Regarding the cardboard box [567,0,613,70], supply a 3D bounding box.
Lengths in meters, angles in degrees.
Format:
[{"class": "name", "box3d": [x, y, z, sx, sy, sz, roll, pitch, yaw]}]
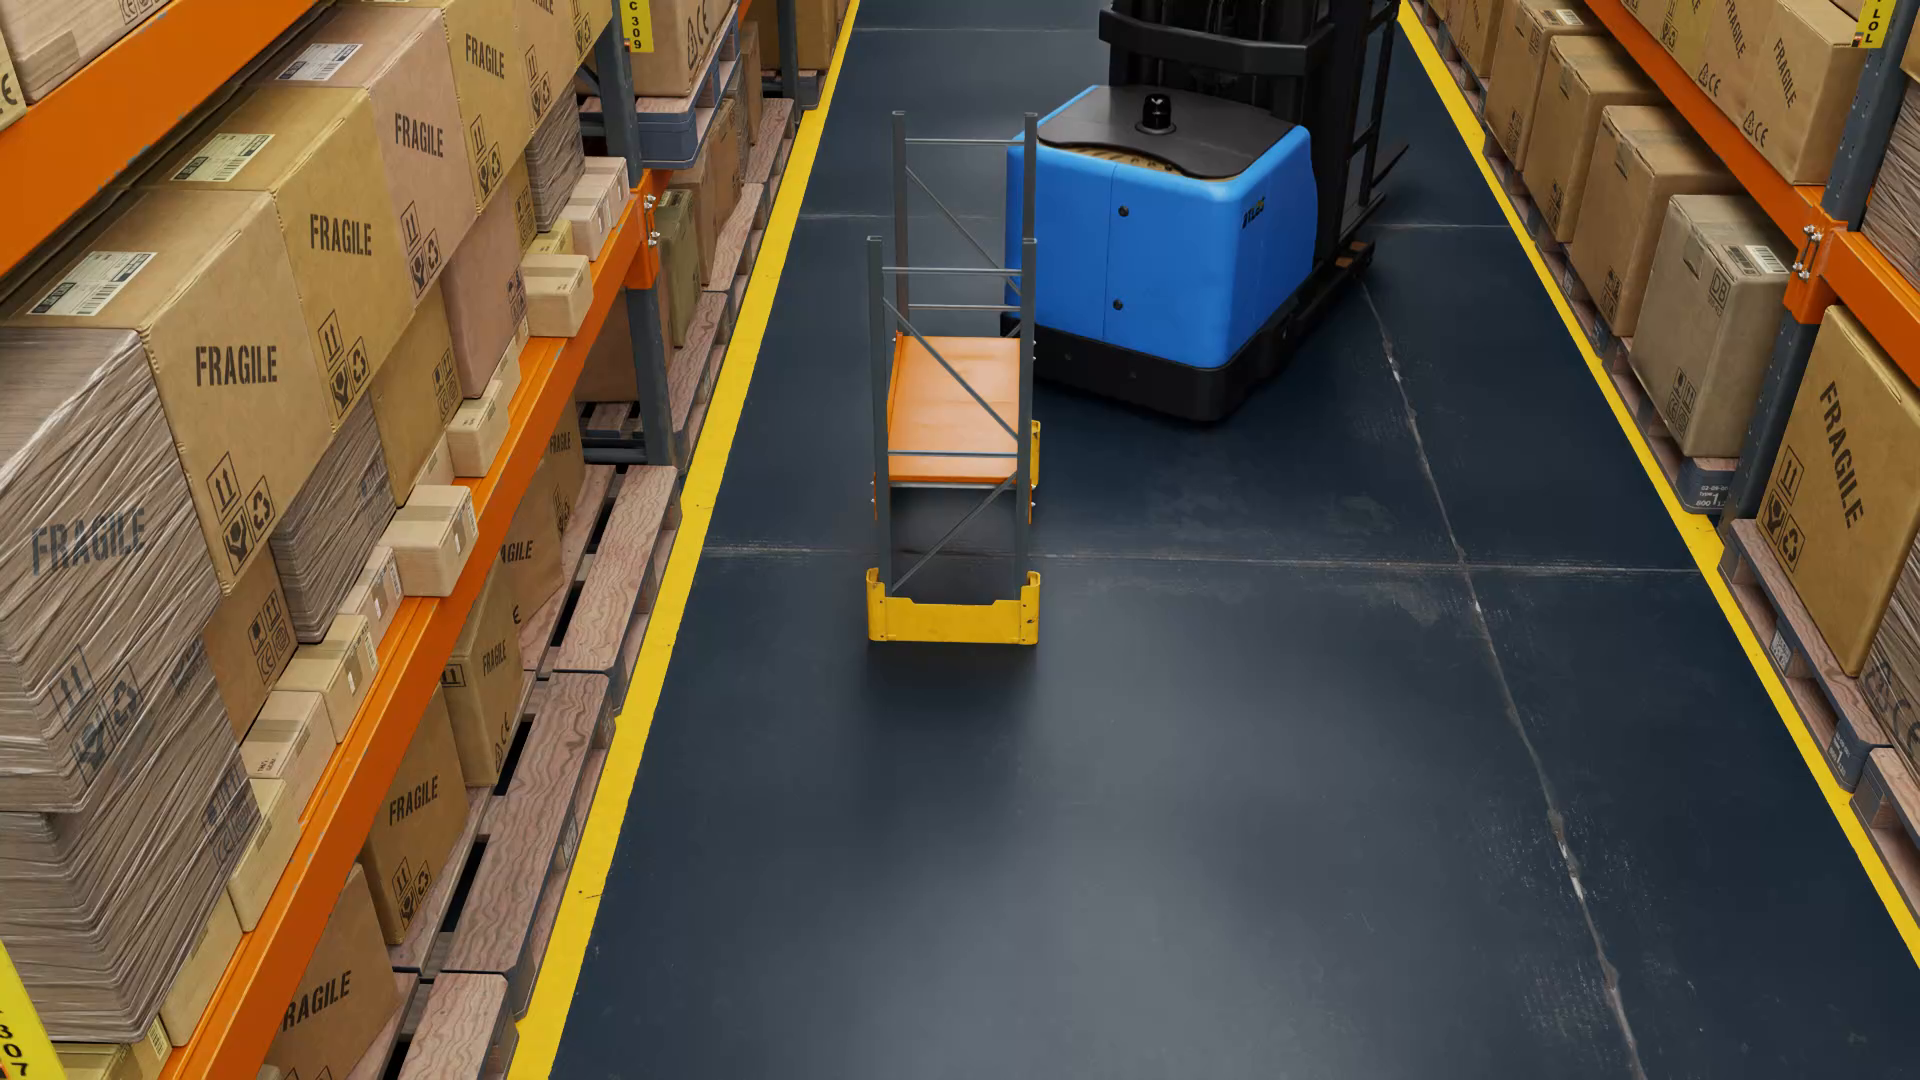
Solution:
[{"class": "cardboard box", "box3d": [-1.338, -1.693, 4.835, 0.500, 0.500, 0.500, 1, 35, 2]}]

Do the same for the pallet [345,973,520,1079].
[{"class": "pallet", "box3d": [-1.684, 1.544, 3.870, 1.003, 0.211, 1.213, 1, 35, 2]}]

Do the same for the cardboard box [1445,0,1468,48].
[{"class": "cardboard box", "box3d": [3.308, -3.343, 10.207, 0.500, 0.500, 0.500, 3, 35, 4]}]

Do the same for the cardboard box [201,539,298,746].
[{"class": "cardboard box", "box3d": [-1.806, 0.144, 3.090, 0.875, 0.500, 0.500, 1, 35, 2]}]

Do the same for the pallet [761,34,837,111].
[{"class": "pallet", "box3d": [-1.327, -2.994, 10.327, 1.003, 0.211, 1.213, 1, 35, 2]}]

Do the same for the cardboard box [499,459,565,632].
[{"class": "cardboard box", "box3d": [-1.666, 0.023, 5.417, 0.500, 0.500, 0.500, 12, 37, 17]}]

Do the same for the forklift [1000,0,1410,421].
[{"class": "forklift", "box3d": [1.353, -2.507, 7.269, 1.130, 2.935, 3.031, 19, 39, 24]}]

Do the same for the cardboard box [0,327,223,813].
[{"class": "cardboard box", "box3d": [-1.461, 0.031, 2.382, 0.500, 0.500, 0.500, 1, 35, 2]}]

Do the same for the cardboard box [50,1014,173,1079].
[{"class": "cardboard box", "box3d": [-1.506, 0.857, 2.641, 0.380, 0.149, 0.250, 1, 35, 2]}]

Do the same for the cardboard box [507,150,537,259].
[{"class": "cardboard box", "box3d": [-1.730, -1.005, 4.726, 0.875, 0.500, 0.500, 1, 35, 2]}]

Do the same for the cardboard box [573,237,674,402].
[{"class": "cardboard box", "box3d": [-1.549, -0.895, 6.707, 0.700, 0.500, 0.500, -1, 35, -2]}]

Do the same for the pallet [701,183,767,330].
[{"class": "pallet", "box3d": [-1.519, -1.395, 8.052, 1.003, 0.211, 1.213, 1, 35, 2]}]

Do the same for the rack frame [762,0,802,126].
[{"class": "rack frame", "box3d": [-1.434, -3.684, 8.883, 1.000, 3.000, 0.127, 1, 35, 2]}]

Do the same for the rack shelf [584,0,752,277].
[{"class": "rack shelf", "box3d": [-1.515, -2.241, 7.455, 1.077, 0.370, 4.000, 1, 35, 2]}]

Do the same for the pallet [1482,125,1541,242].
[{"class": "pallet", "box3d": [3.411, -1.919, 8.797, 1.003, 0.211, 1.213, 1, 35, 2]}]

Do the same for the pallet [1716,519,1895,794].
[{"class": "pallet", "box3d": [3.248, 0.363, 5.550, 1.003, 0.211, 1.213, 1, 35, 2]}]

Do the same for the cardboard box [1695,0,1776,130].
[{"class": "cardboard box", "box3d": [3.131, -1.850, 6.187, 0.500, 0.500, 0.500, 1, 35, 1]}]

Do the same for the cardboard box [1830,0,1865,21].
[{"class": "cardboard box", "box3d": [3.371, -1.949, 5.457, 0.700, 0.500, 0.500, 1, 35, 1]}]

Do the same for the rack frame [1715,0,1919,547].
[{"class": "rack frame", "box3d": [3.357, -1.213, 5.368, 1.000, 3.000, 0.127, 1, 35, 2]}]

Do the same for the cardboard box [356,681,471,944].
[{"class": "cardboard box", "box3d": [-1.680, 0.701, 4.452, 0.500, 0.500, 0.500, 4, 35, 6]}]

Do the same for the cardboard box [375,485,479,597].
[{"class": "cardboard box", "box3d": [-1.349, -0.003, 3.864, 0.380, 0.149, 0.250, 1, 35, 2]}]

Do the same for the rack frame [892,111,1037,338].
[{"class": "rack frame", "box3d": [0.017, -0.857, 6.165, 0.500, 1.500, 0.032, 1, 35, 2]}]

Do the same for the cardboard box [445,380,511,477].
[{"class": "cardboard box", "box3d": [-1.385, -0.291, 4.274, 0.380, 0.149, 0.250, 1, 35, 2]}]

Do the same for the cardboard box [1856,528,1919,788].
[{"class": "cardboard box", "box3d": [3.229, 0.362, 4.609, 0.875, 0.875, 0.875, 2, 35, 2]}]

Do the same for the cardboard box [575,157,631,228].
[{"class": "cardboard box", "box3d": [-1.310, -1.153, 5.500, 0.380, 0.149, 0.250, 1, 35, 2]}]

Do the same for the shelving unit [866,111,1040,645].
[{"class": "shelving unit", "box3d": [-0.003, -0.570, 5.756, 0.587, 1.500, 1.083, 1, 35, 2]}]

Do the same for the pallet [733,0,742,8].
[{"class": "pallet", "box3d": [-1.473, -2.467, 7.319, 1.003, 0.211, 1.213, 1, 35, 2]}]

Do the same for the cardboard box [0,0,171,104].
[{"class": "cardboard box", "box3d": [-1.463, -0.821, 2.331, 0.500, 0.250, 0.500, 1, 35, 1]}]

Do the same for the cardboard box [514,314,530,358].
[{"class": "cardboard box", "box3d": [-1.440, -0.580, 4.686, 0.380, 0.149, 0.250, 1, 35, 2]}]

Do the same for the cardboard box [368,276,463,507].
[{"class": "cardboard box", "box3d": [-1.711, -0.429, 3.906, 0.875, 0.500, 0.500, 1, 35, 2]}]

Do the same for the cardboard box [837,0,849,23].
[{"class": "cardboard box", "box3d": [-1.342, -3.895, 10.665, 1.225, 0.875, 0.875, 1, 35, 2]}]

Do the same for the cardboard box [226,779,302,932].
[{"class": "cardboard box", "box3d": [-1.452, 0.570, 3.048, 0.380, 0.149, 0.250, 1, 35, 2]}]

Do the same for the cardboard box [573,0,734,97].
[{"class": "cardboard box", "box3d": [-1.423, -2.256, 5.965, 1.000, 1.000, 1.000, 2, 35, 2]}]

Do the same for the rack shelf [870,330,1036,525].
[{"class": "rack shelf", "box3d": [-0.003, -0.417, 5.852, 0.538, 0.185, 1.000, 1, 35, 2]}]

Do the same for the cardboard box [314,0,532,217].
[{"class": "cardboard box", "box3d": [-1.378, -1.118, 4.017, 0.500, 0.500, 0.500, 1, 35, 2]}]

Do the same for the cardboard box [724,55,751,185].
[{"class": "cardboard box", "box3d": [-1.451, -2.137, 8.473, 0.700, 0.500, 0.500, -1, 35, -2]}]

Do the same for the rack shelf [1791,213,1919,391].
[{"class": "rack shelf", "box3d": [3.277, 0.230, 3.940, 1.077, 0.370, 4.000, 1, 35, 2]}]

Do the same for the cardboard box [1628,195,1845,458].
[{"class": "cardboard box", "box3d": [3.292, -0.823, 6.404, 1.050, 0.750, 0.750, 1, 35, 2]}]

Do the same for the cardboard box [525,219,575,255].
[{"class": "cardboard box", "box3d": [-1.399, -0.867, 5.094, 0.380, 0.149, 0.250, 1, 35, 2]}]

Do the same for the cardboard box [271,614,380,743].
[{"class": "cardboard box", "box3d": [-1.445, 0.283, 3.457, 0.380, 0.149, 0.250, 1, 35, 2]}]

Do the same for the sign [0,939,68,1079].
[{"class": "sign", "box3d": [-1.213, 0.570, 2.077, 0.100, 0.325, 0.005, 1, 35, 2]}]

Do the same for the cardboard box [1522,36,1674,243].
[{"class": "cardboard box", "box3d": [3.372, -1.913, 7.954, 1.050, 0.750, 0.750, 2, 35, 3]}]

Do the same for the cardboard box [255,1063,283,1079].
[{"class": "cardboard box", "box3d": [-1.714, 1.405, 3.451, 0.500, 0.500, 0.500, 8, 36, 11]}]

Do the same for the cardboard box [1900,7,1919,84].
[{"class": "cardboard box", "box3d": [3.308, -1.505, 4.714, 0.875, 0.550, 0.550, 1, 35, 2]}]

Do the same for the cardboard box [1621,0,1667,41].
[{"class": "cardboard box", "box3d": [3.169, -2.433, 7.016, 0.500, 0.500, 0.500, 1, 35, 1]}]

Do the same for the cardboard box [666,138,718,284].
[{"class": "cardboard box", "box3d": [-1.489, -1.491, 7.553, 0.700, 0.500, 0.500, -2, 35, -2]}]

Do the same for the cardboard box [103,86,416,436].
[{"class": "cardboard box", "box3d": [-1.415, -0.544, 3.199, 0.500, 0.500, 0.500, 1, 35, 2]}]

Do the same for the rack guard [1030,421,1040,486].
[{"class": "rack guard", "box3d": [0.017, -0.345, 6.523, 0.587, 0.250, 0.087, 1, 35, 2]}]

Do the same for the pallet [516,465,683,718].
[{"class": "pallet", "box3d": [-1.586, 0.142, 5.865, 1.003, 0.211, 1.213, 1, 35, 2]}]

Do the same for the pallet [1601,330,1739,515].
[{"class": "pallet", "box3d": [3.313, -0.517, 6.803, 1.003, 0.211, 1.213, 1, 35, 2]}]

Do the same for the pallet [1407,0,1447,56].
[{"class": "pallet", "box3d": [3.602, -3.519, 11.073, 1.003, 0.211, 1.213, 1, 35, 2]}]
